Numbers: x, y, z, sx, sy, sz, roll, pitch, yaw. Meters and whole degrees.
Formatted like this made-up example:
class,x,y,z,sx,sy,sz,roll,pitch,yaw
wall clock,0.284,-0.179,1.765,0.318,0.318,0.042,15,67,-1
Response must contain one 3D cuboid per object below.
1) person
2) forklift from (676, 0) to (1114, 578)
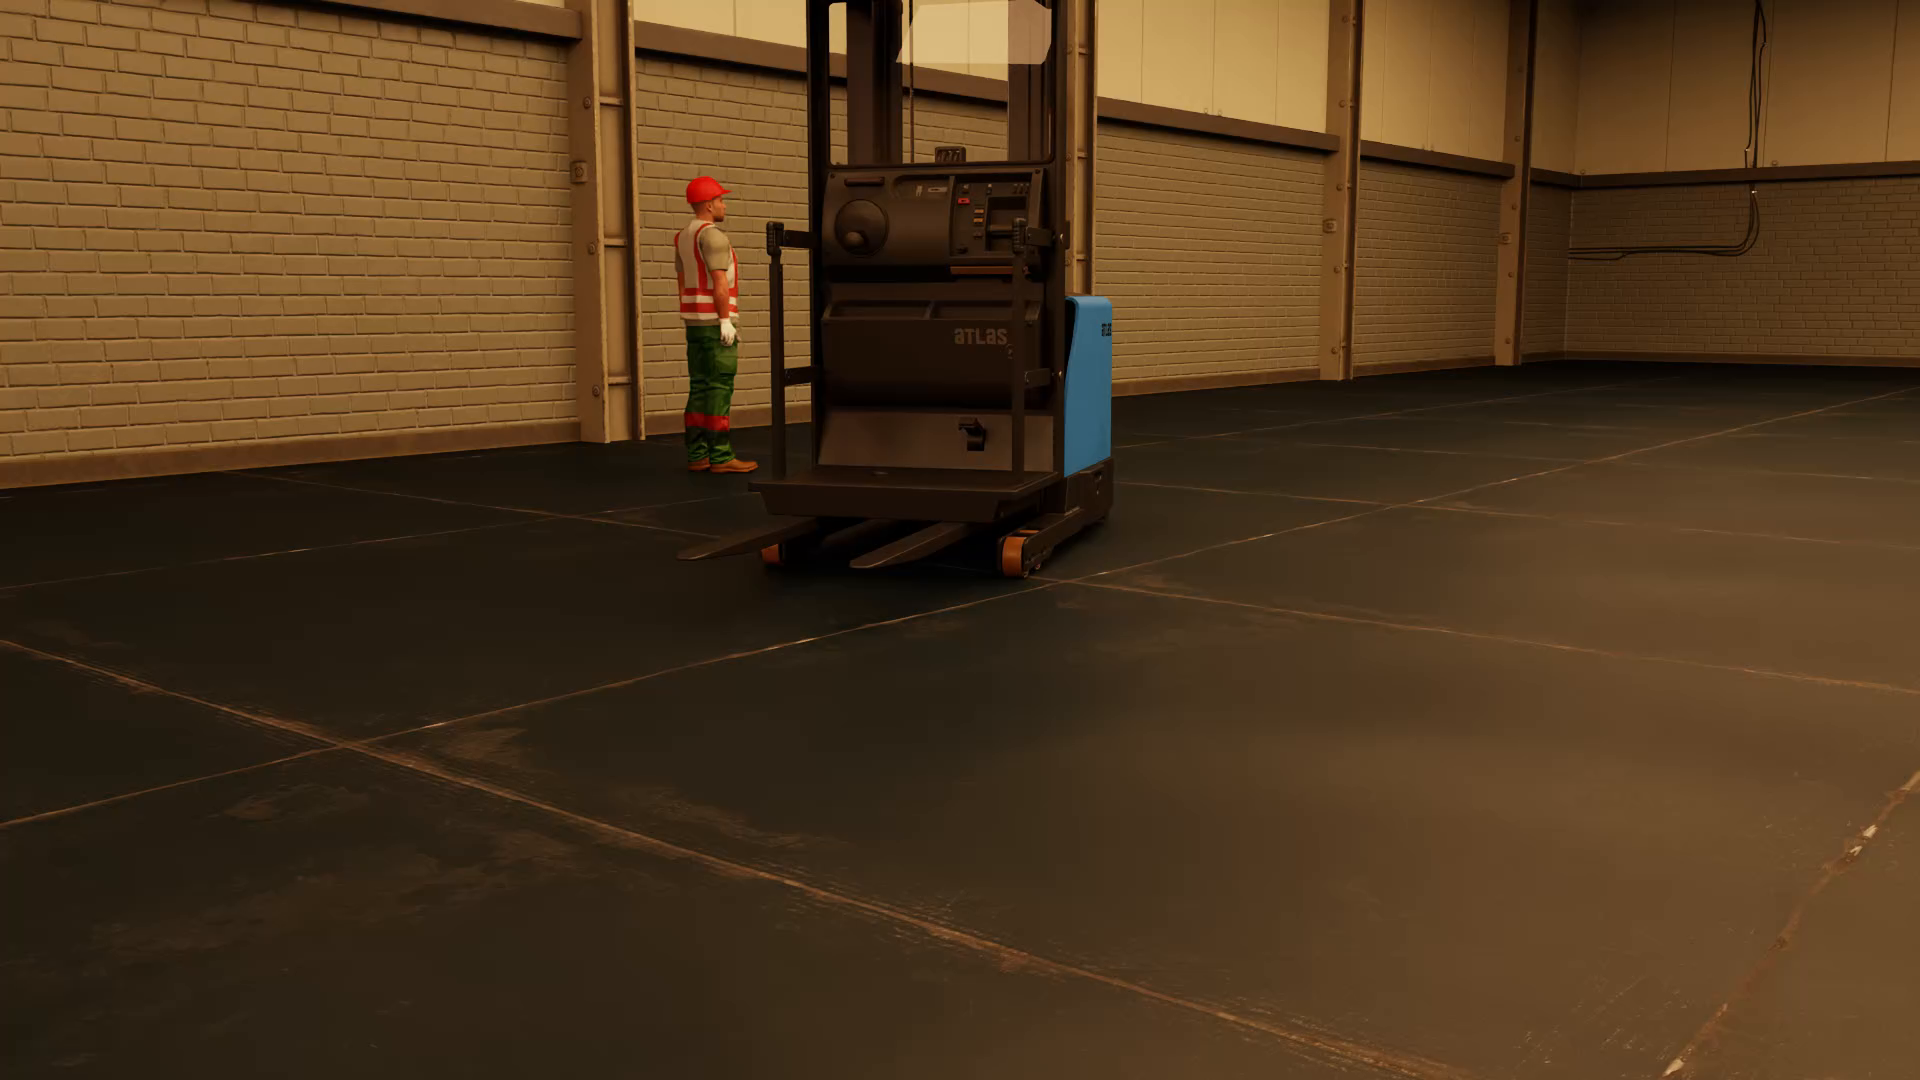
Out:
class,x,y,z,sx,sy,sz,roll,pitch,yaw
person,-1.516,-1.316,10.219,0.359,1.796,0.530,-6,10,-36
forklift,-0.176,-1.366,6.616,1.130,2.935,3.031,3,9,17
